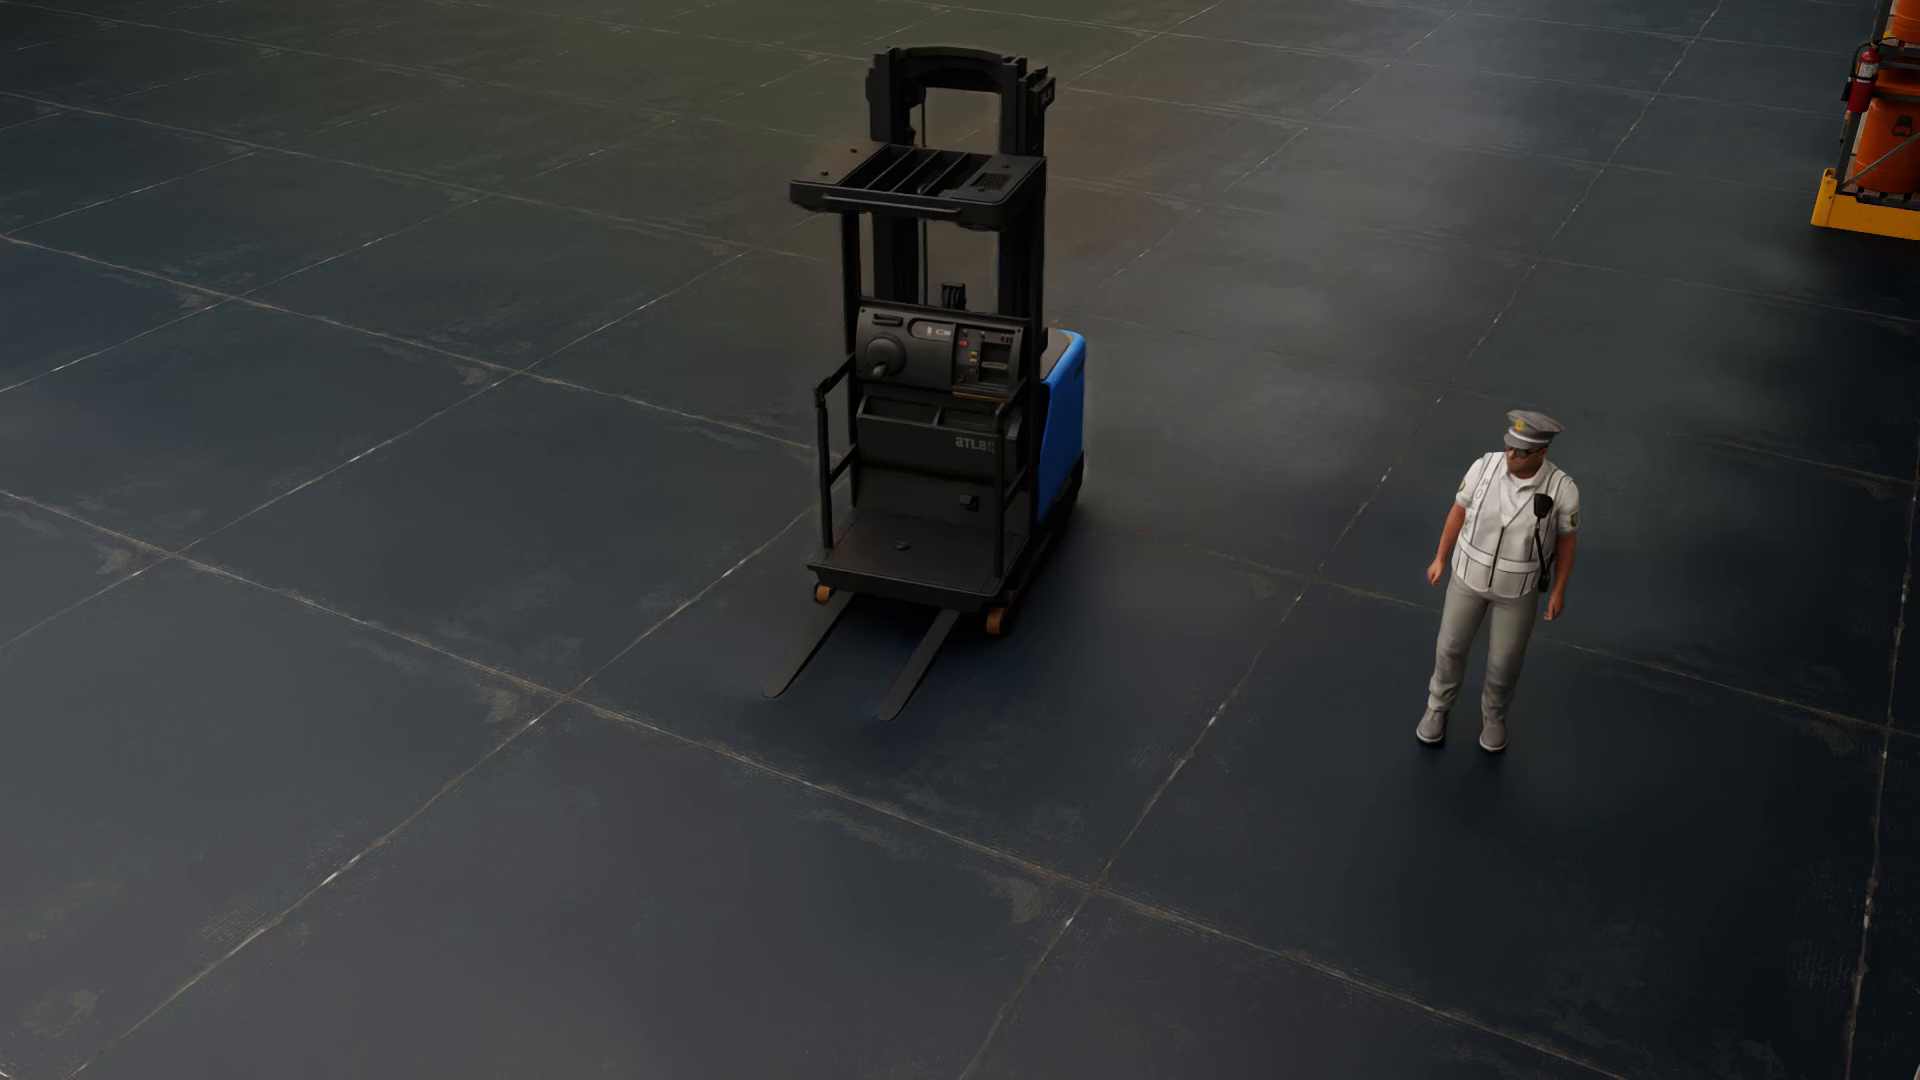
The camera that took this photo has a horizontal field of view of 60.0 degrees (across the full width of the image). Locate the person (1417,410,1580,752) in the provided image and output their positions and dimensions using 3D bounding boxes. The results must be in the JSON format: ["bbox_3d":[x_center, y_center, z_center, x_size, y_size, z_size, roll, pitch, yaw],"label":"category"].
[{"bbox_3d":[2.545,0.194,7.908,0.651,1.761,0.441,14,33,23],"label":"person"}]

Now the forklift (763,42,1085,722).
[{"bbox_3d":[-0.180,-0.970,8.752,1.130,2.935,3.031,9,31,16],"label":"forklift"}]
